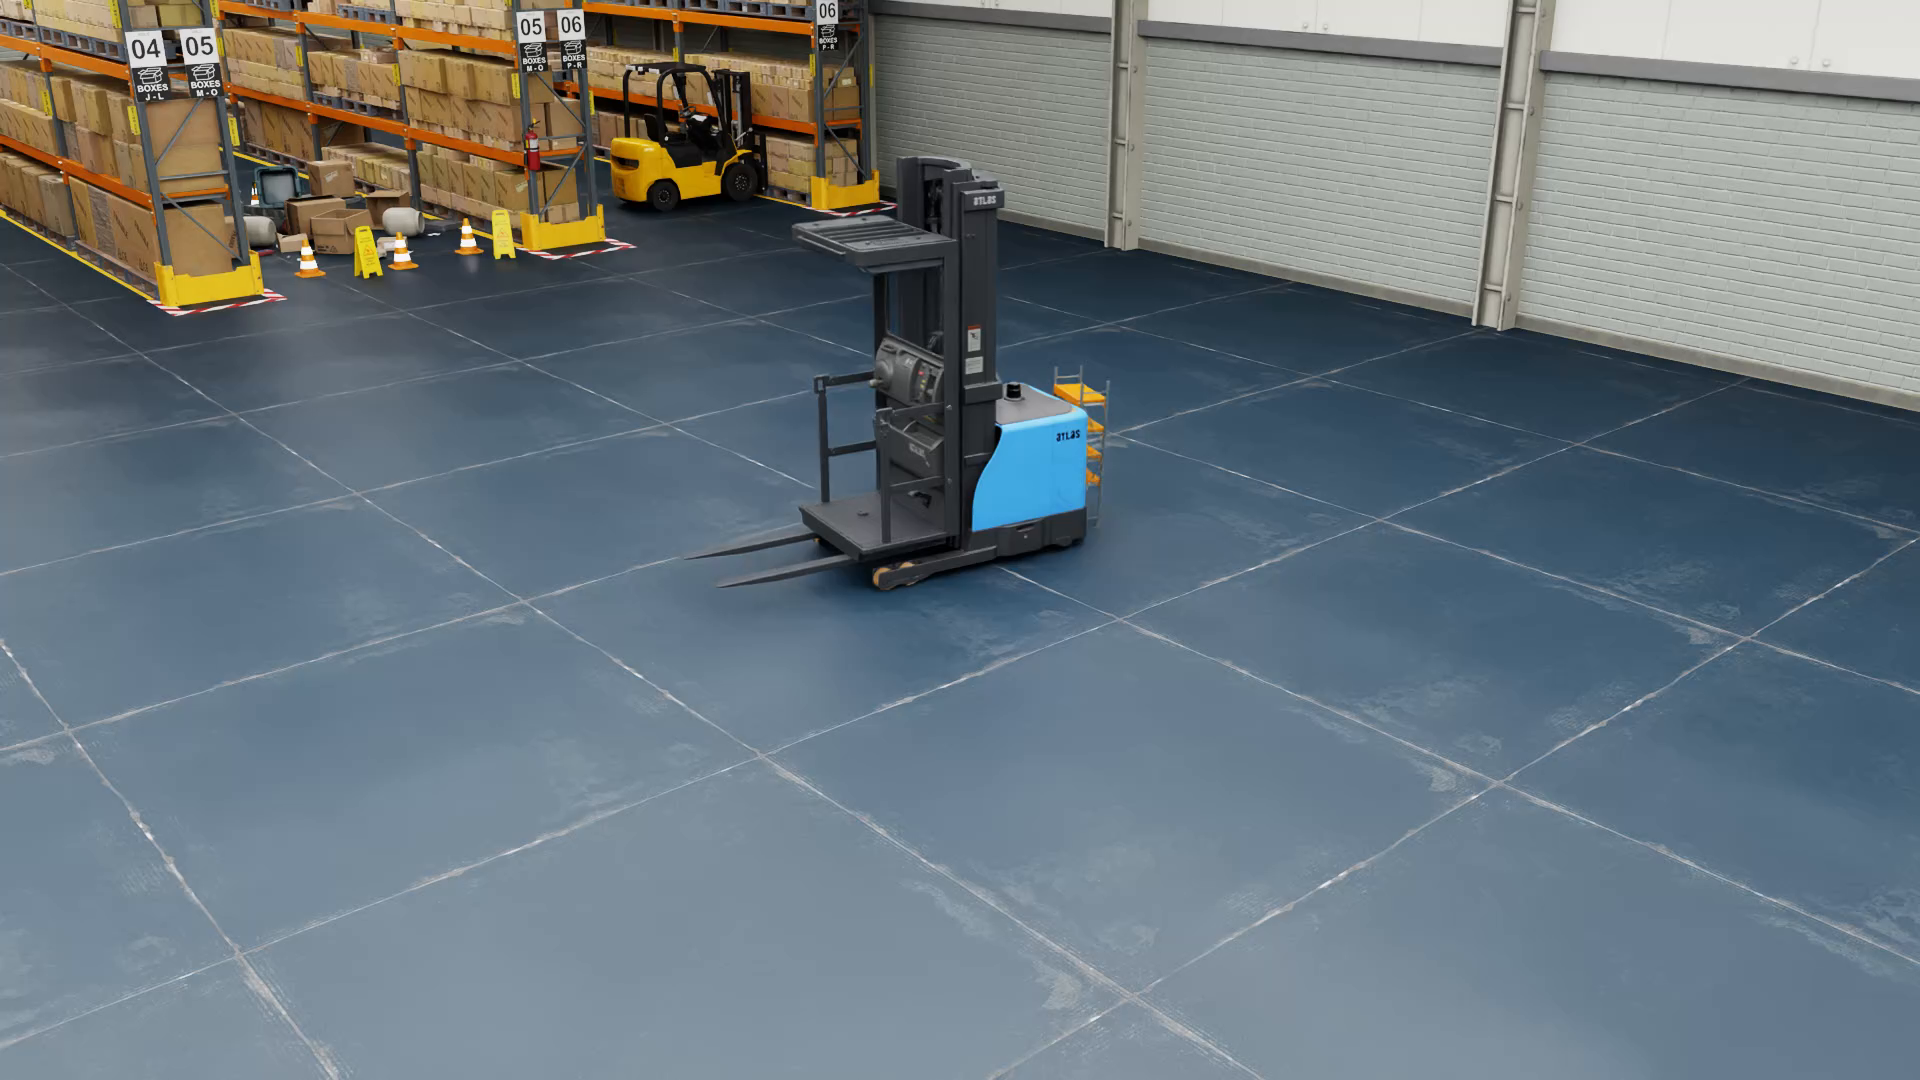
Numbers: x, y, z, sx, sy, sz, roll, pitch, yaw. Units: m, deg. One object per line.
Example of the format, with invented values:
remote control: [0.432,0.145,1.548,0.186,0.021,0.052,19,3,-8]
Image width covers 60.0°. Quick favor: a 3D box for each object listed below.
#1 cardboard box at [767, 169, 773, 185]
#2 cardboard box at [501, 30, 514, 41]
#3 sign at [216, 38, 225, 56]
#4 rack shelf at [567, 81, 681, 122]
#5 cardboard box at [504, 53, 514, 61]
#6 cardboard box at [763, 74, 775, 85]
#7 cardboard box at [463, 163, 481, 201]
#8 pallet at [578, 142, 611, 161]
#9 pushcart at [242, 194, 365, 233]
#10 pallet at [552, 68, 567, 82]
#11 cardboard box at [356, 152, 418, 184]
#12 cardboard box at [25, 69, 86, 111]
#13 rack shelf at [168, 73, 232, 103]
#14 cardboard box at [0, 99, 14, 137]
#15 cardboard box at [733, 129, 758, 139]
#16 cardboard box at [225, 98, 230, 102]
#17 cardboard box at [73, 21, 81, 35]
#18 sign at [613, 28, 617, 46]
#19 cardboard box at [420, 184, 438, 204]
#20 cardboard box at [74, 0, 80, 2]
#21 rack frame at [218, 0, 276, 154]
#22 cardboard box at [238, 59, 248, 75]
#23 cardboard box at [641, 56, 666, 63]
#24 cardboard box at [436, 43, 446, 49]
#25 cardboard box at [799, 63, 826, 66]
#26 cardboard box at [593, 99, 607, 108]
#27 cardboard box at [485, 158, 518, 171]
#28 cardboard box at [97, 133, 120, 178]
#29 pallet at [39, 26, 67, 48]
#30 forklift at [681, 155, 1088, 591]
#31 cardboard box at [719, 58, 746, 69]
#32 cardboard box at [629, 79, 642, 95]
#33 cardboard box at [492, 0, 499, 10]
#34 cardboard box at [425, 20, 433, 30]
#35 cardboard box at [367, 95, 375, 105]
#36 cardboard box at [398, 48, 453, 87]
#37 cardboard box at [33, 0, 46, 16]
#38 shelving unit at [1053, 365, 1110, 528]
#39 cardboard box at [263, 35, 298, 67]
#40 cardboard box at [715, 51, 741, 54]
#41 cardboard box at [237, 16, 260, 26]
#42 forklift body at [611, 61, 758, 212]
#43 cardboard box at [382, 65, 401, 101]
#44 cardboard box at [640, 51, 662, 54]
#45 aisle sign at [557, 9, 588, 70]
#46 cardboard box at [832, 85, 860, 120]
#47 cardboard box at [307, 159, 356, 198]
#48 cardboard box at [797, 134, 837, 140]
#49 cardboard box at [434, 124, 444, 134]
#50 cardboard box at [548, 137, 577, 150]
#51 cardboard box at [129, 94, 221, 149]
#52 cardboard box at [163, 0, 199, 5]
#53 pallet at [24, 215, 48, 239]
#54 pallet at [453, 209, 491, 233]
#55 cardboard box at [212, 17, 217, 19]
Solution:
cardboard box: [-3.035,-6.050,27.513,0.500,0.250,0.500,-17,27,-37]
cardboard box: [-6.054,-6.929,22.794,0.380,0.149,0.250,-17,27,-37]
sign: [-13.862,-9.240,31.168,0.100,0.325,0.005,-17,27,-37]
rack shelf: [-5.768,-8.123,30.597,1.077,0.370,4.000,-17,27,-37]
cardboard box: [-8.688,-9.811,33.207,0.700,0.500,0.500,-18,27,-38]
cardboard box: [-2.966,-7.462,26.895,0.380,0.149,0.250,-19,28,-39]
cardboard box: [-6.997,-5.326,24.635,0.500,0.500,0.500,-18,28,-39]
pallet: [-6.566,-7.475,31.781,1.003,0.211,1.213,-17,27,-37]
pushcart: [-9.915,-4.945,25.093,0.936,0.377,1.648,12,24,27]
pallet: [-7.569,-9.092,32.347,1.213,0.211,1.003,-17,27,-37]
cardboard box: [-9.492,-6.229,27.801,0.950,0.372,0.625,-16,27,-36]
cardboard box: [-12.900,-6.446,23.820,0.700,0.500,0.500,-17,27,-37]
rack shelf: [-14.748,-9.151,33.221,1.077,0.370,4.000,-17,27,-37]
cardboard box: [-14.093,-6.340,24.921,0.500,0.500,0.500,-18,28,-38]
cardboard box: [-3.725,-6.800,28.055,0.500,0.250,0.500,-16,27,-36]
cardboard box: [-15.547,-8.882,34.486,0.875,0.438,0.875,-19,28,-39]
cardboard box: [-10.762,-6.366,20.643,0.380,0.149,0.250,-17,27,-37]
sign: [-6.655,-9.683,32.005,0.100,0.325,0.005,-17,27,-37]
cardboard box: [-8.040,-5.411,25.880,0.500,0.250,0.500,-19,28,-40]
cardboard box: [-10.600,-6.668,20.321,0.380,0.149,0.250,-18,28,-38]
rack frame: [-13.442,-8.933,31.679,1.000,3.000,0.127,-17,27,-37]
cardboard box: [-13.007,-8.770,30.782,0.500,0.250,0.500,-17,27,-37]
cardboard box: [-5.428,-8.484,29.505,0.380,0.149,0.250,-19,28,-39]
cardboard box: [-10.855,-10.543,35.586,0.500,0.250,0.500,-18,27,-38]
cardboard box: [-2.387,-7.653,26.976,0.380,0.149,0.250,-17,27,-37]
cardboard box: [-7.178,-8.563,32.695,0.380,0.149,0.250,-16,26,-35]
cardboard box: [-6.620,-5.429,24.008,0.380,0.149,0.250,-16,27,-36]
cardboard box: [-10.593,-5.041,21.536,0.875,0.550,0.500,-17,27,-37]
pallet: [-11.378,-6.643,21.841,1.003,0.211,1.213,-17,27,-37]
forklift: [-0.553,-1.216,12.070,3.031,2.935,1.130,-12,24,-28]
cardboard box: [-3.787,-7.954,27.744,0.380,0.149,0.250,-18,28,-38]
cardboard box: [-5.623,-8.195,29.999,0.500,0.250,0.500,-17,27,-37]
cardboard box: [-6.193,-7.372,22.832,0.380,0.149,0.250,-17,27,-37]
cardboard box: [-7.695,-7.652,24.638,0.380,0.149,0.250,-16,27,-36]
cardboard box: [-9.289,-7.087,26.734,0.380,0.149,0.250,-17,27,-37]
cardboard box: [-8.097,-7.200,25.338,0.700,0.500,0.500,-18,28,-38]
cardboard box: [-11.797,-7.022,21.772,0.500,0.250,0.500,-17,27,-37]
shelving unit: [0.930,-0.734,13.199,0.258,1.200,0.503,-6,22,-21]
cardboard box: [-12.027,-8.699,29.573,0.500,0.500,0.500,-17,27,-37]
cardboard box: [-4.025,-8.376,28.823,0.380,0.149,0.250,-17,27,-37]
cardboard box: [-13.631,-9.963,31.911,0.380,0.149,0.250,-17,27,-37]
forklift body: [-4.471,-6.495,26.617,2.313,2.155,1.214,-17,27,-37]
cardboard box: [-8.696,-7.176,26.073,0.500,0.500,0.500,-18,28,-38]
cardboard box: [-5.691,-8.898,30.562,0.380,0.149,0.250,-16,27,-36]
aisle sign: [-5.334,-6.885,22.884,0.394,0.787,0.004,-17,27,-37]
cardboard box: [-1.964,-7.050,26.733,0.500,0.500,0.500,-16,27,-36]
cardboard box: [-9.549,-5.479,25.250,0.500,0.500,0.500,-17,27,-37]
cardboard box: [-2.351,-6.496,27.280,0.500,0.250,0.500,-17,27,-37]
cardboard box: [-7.722,-6.242,25.153,0.380,0.149,0.250,-16,27,-36]
cardboard box: [-5.674,-5.644,23.625,0.380,0.149,0.250,-17,27,-37]
cardboard box: [-9.506,-5.096,20.195,0.875,0.550,0.550,-17,27,-37]
cardboard box: [-9.270,-6.472,19.821,0.380,0.149,0.250,-17,27,-37]
pallet: [-13.266,-4.751,24.824,1.003,0.211,1.213,-17,27,-37]
pallet: [-6.955,-4.910,25.231,1.003,0.211,1.213,-17,27,-37]
cardboard box: [-14.130,-9.926,31.817,0.380,0.149,0.250,-17,27,-37]
